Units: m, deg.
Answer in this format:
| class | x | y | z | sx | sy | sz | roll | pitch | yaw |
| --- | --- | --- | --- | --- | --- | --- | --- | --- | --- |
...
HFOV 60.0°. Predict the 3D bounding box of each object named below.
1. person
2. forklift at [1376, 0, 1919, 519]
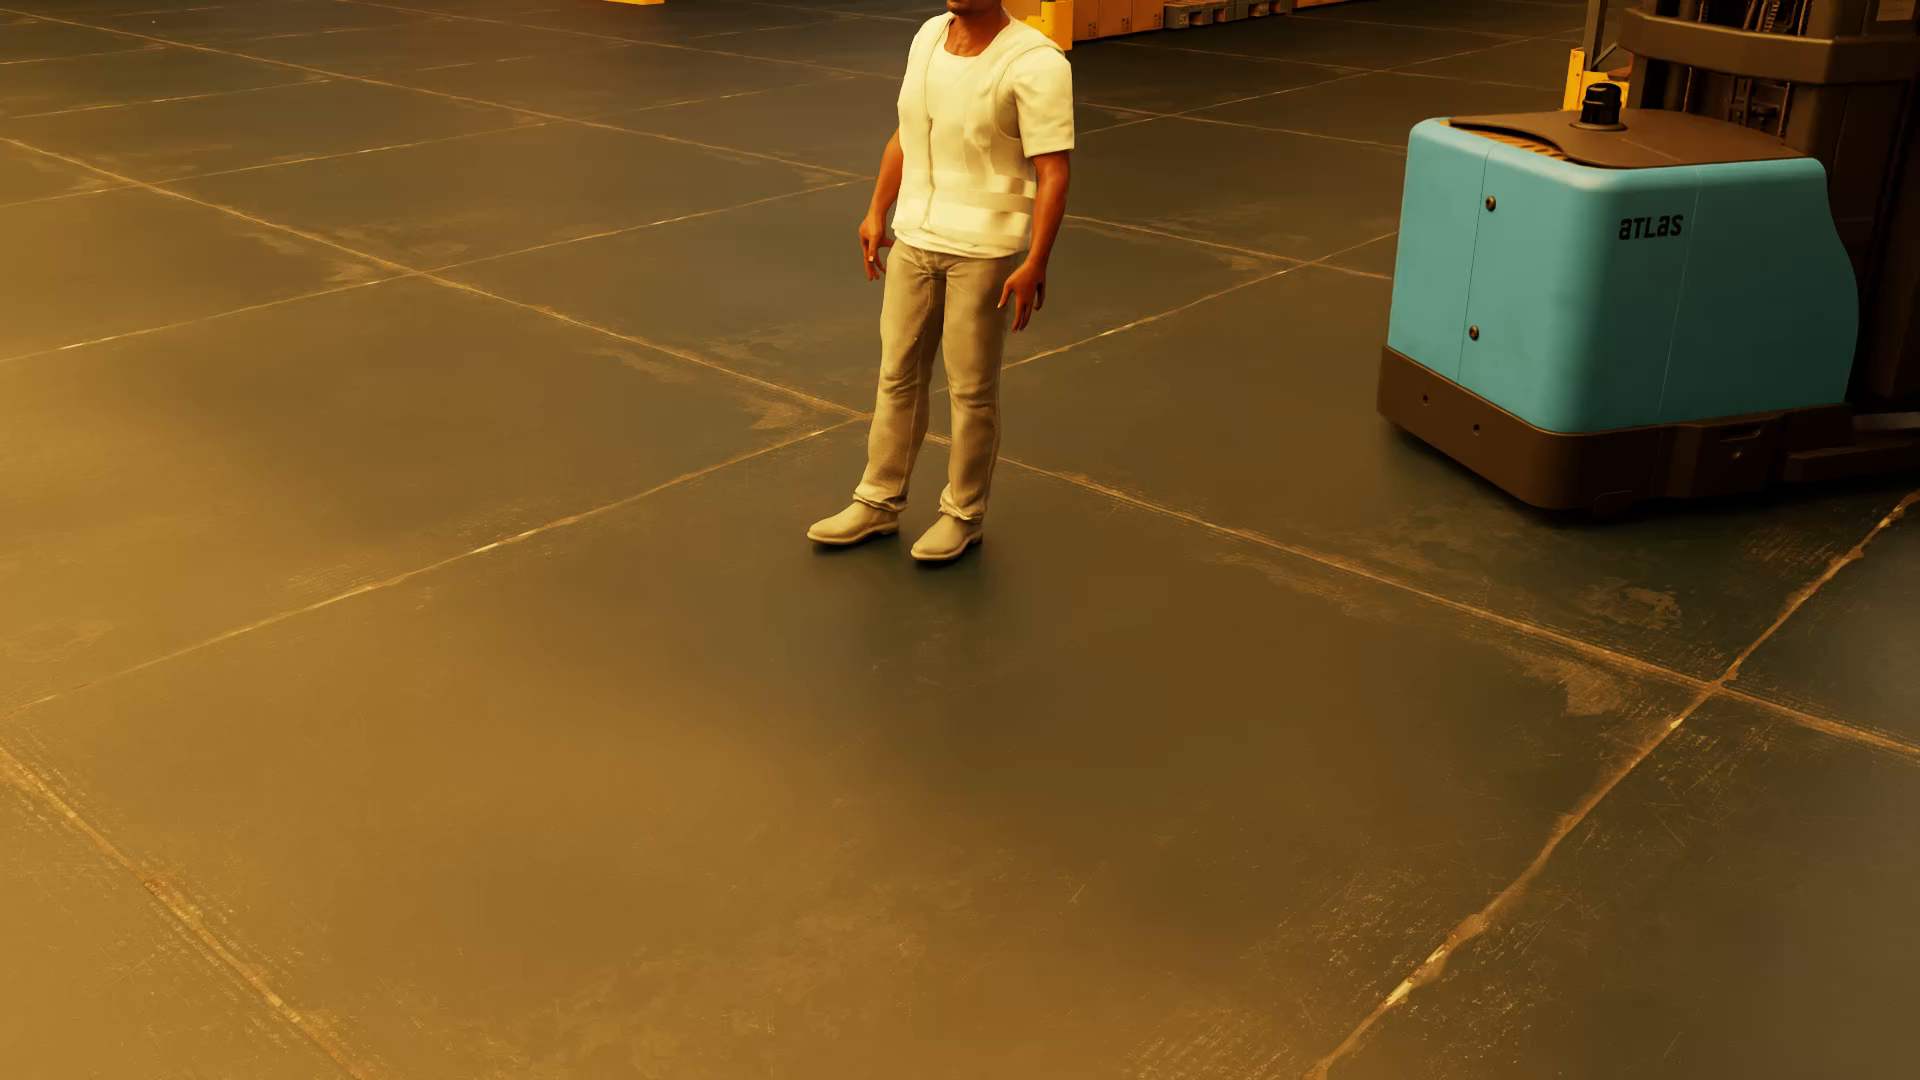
| class | x | y | z | sx | sy | sz | roll | pitch | yaw |
| --- | --- | --- | --- | --- | --- | --- | --- | --- | --- |
| person | -0.051 | -0.796 | 4.575 | 0.666 | 1.768 | 0.575 | 20 | 31 | 38 |
| forklift | 3.035 | -1.735 | 5.282 | 3.031 | 2.935 | 1.130 | -7 | 25 | -16 |
